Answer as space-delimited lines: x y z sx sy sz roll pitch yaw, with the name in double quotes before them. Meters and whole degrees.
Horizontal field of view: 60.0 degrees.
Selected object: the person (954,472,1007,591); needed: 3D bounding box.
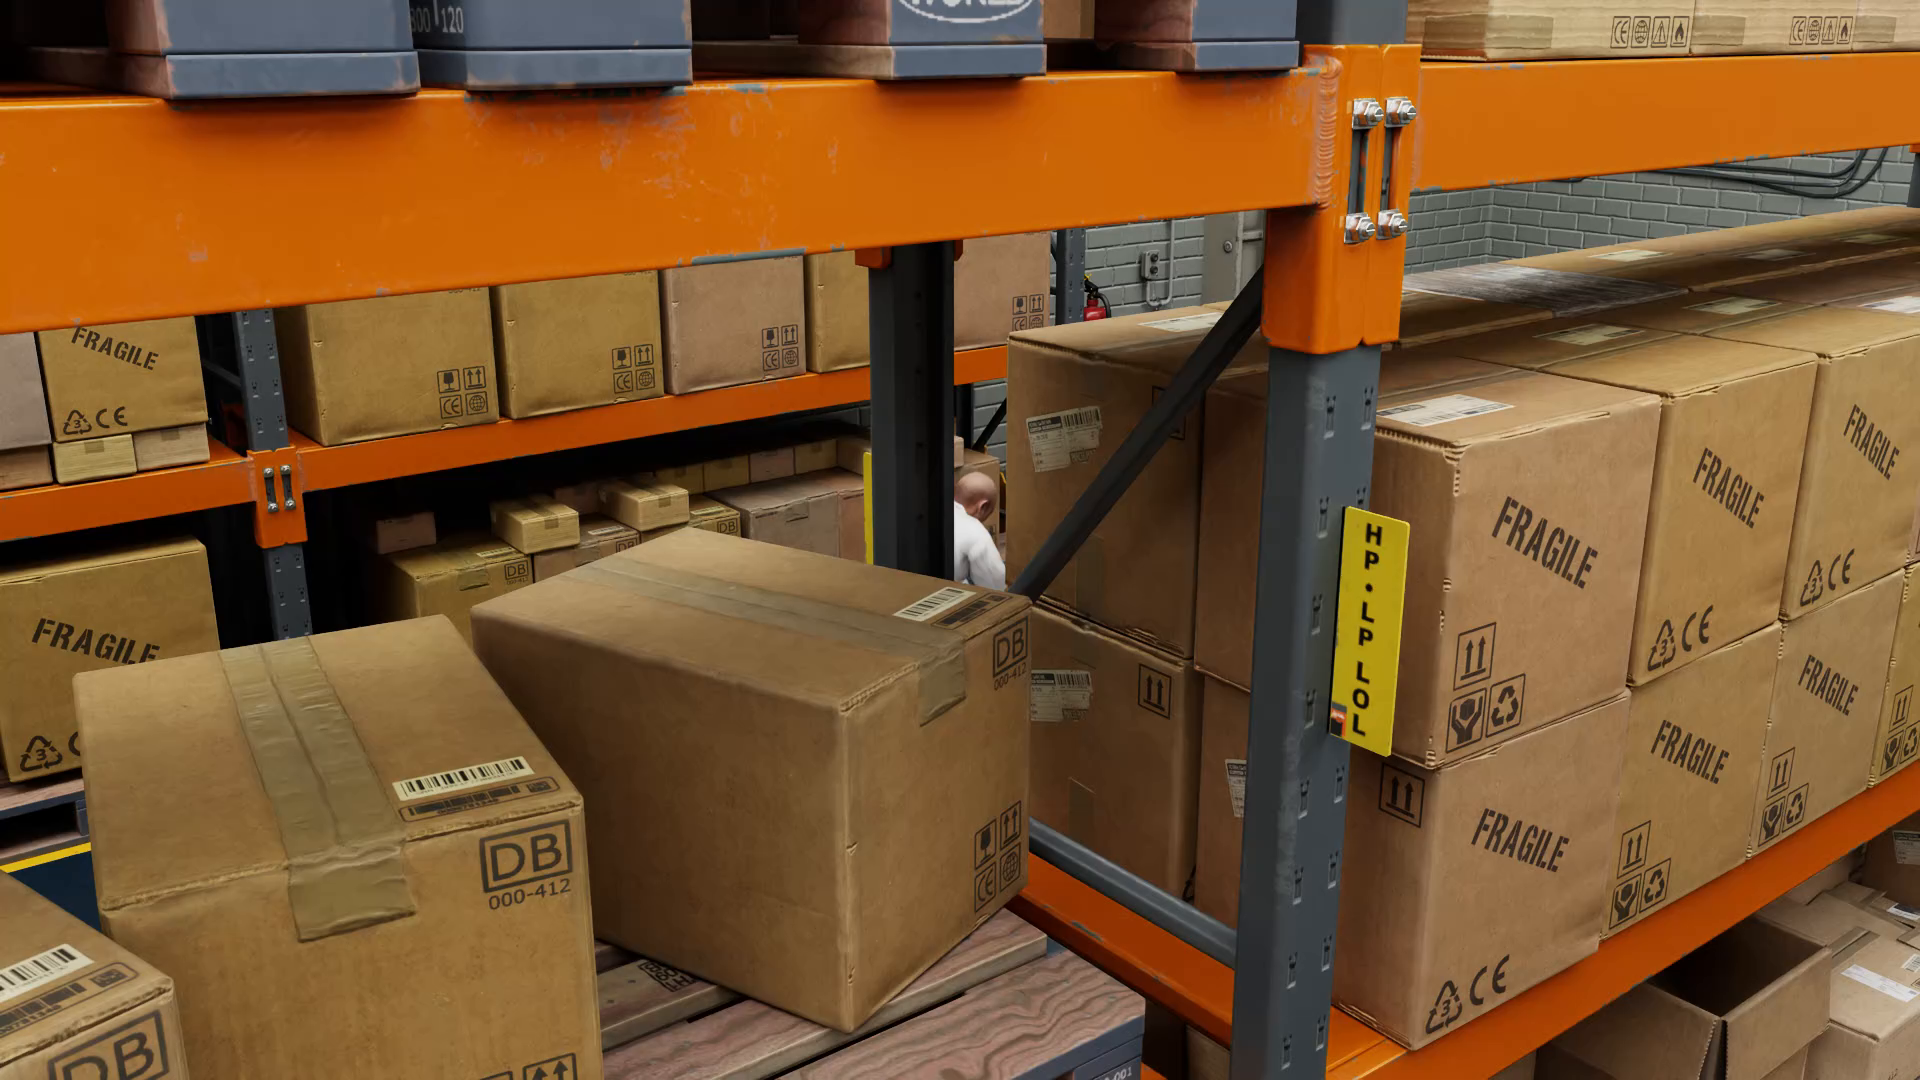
"person" -0.066 0.245 7.144 0.917 0.977 0.591 -14 22 -37
